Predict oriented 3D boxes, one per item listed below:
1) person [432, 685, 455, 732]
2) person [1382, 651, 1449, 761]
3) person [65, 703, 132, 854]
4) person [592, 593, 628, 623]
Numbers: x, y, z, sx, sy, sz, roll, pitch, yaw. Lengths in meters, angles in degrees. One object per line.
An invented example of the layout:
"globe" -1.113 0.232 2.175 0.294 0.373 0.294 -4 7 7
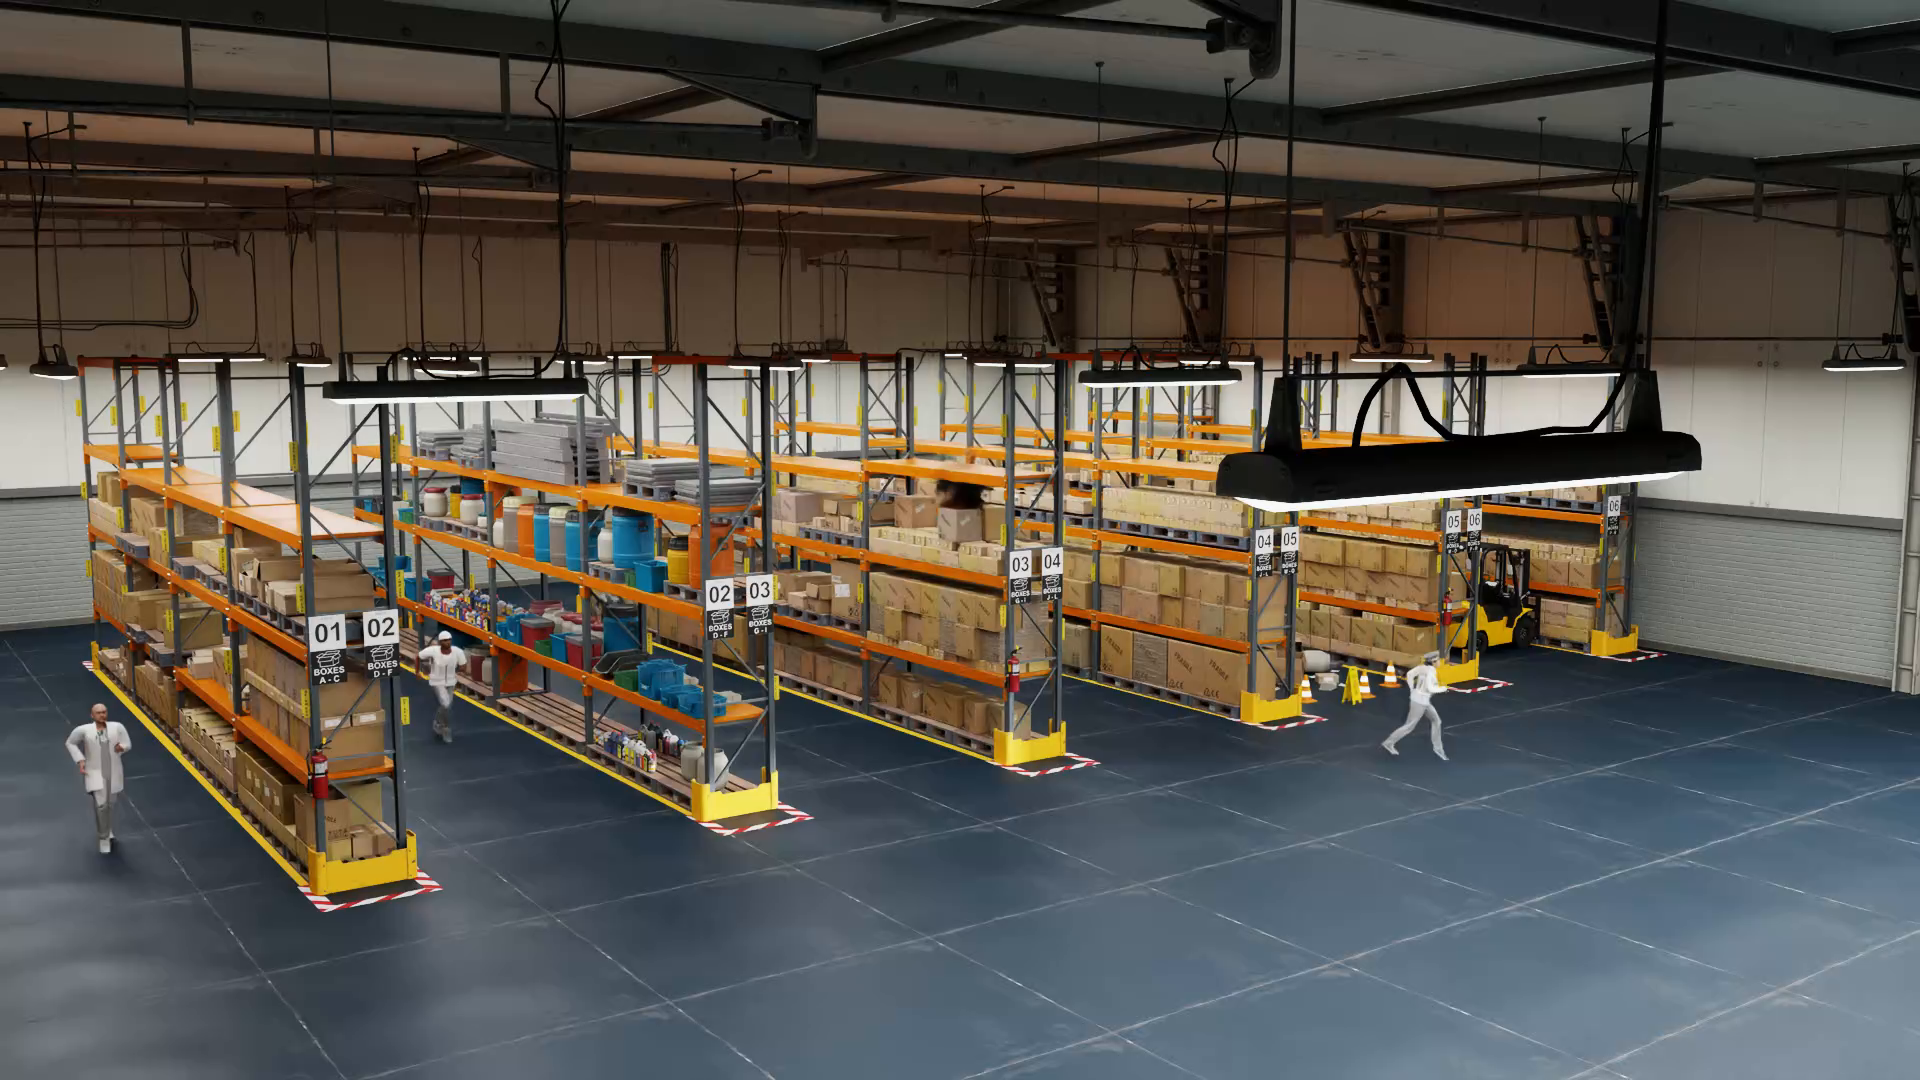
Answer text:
"person" -8.149 2.589 26.228 0.365 0.839 0.781 -5 9 -38
"person" 6.859 2.493 24.975 0.992 1.695 0.612 1 7 9
"person" -10.667 2.947 20.708 0.682 1.841 0.801 -6 9 -43
"person" -6.547 1.190 31.516 0.650 0.843 0.631 -6 9 -40
